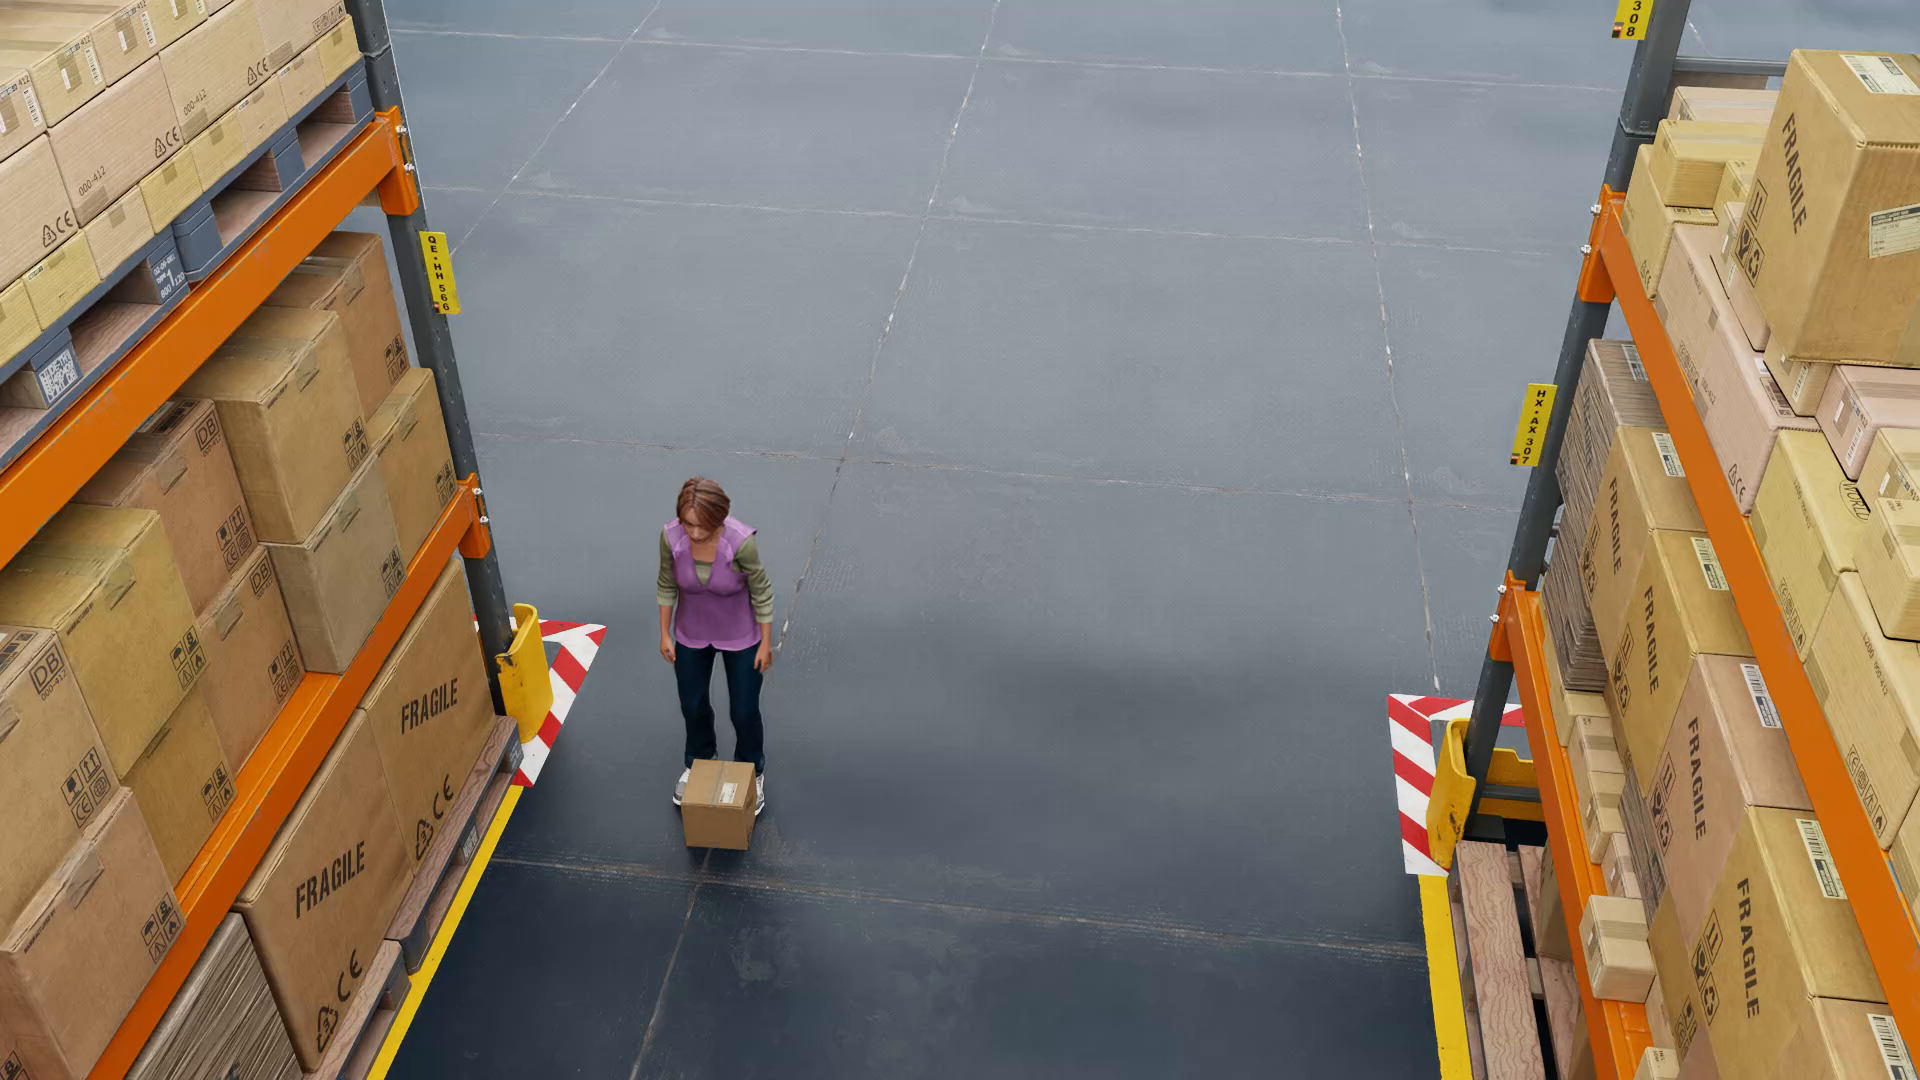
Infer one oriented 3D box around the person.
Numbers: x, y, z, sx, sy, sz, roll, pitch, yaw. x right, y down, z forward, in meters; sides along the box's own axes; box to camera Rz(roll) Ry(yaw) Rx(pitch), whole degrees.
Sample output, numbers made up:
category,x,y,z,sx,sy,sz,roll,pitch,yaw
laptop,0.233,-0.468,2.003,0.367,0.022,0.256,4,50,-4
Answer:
category,x,y,z,sx,sy,sz,roll,pitch,yaw
person,-0.951,0.398,6.511,0.464,1.592,0.365,4,37,6
